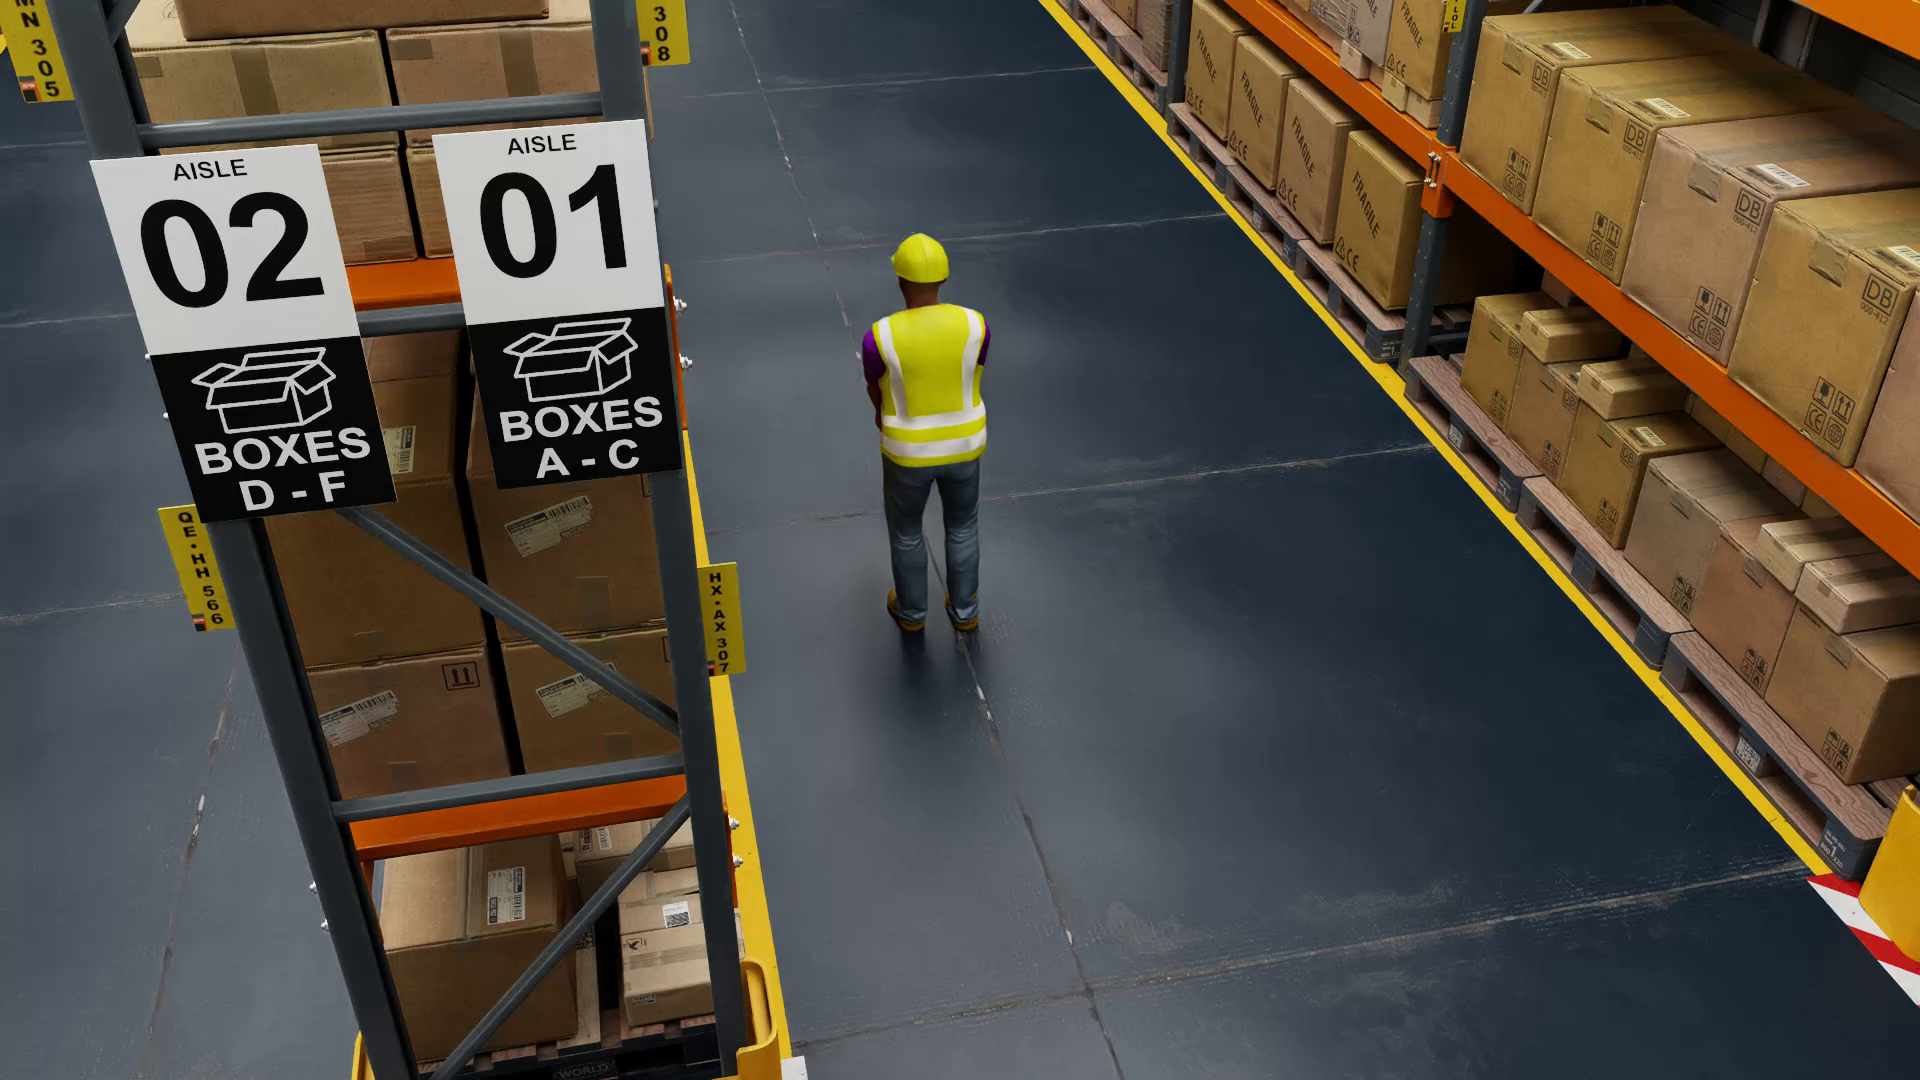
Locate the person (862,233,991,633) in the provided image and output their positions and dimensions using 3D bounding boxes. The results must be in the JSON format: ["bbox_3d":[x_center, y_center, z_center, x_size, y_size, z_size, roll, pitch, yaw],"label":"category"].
[{"bbox_3d":[-0.149,-0.428,6.760,0.505,1.756,0.575,-8,35,-11],"label":"person"}]
